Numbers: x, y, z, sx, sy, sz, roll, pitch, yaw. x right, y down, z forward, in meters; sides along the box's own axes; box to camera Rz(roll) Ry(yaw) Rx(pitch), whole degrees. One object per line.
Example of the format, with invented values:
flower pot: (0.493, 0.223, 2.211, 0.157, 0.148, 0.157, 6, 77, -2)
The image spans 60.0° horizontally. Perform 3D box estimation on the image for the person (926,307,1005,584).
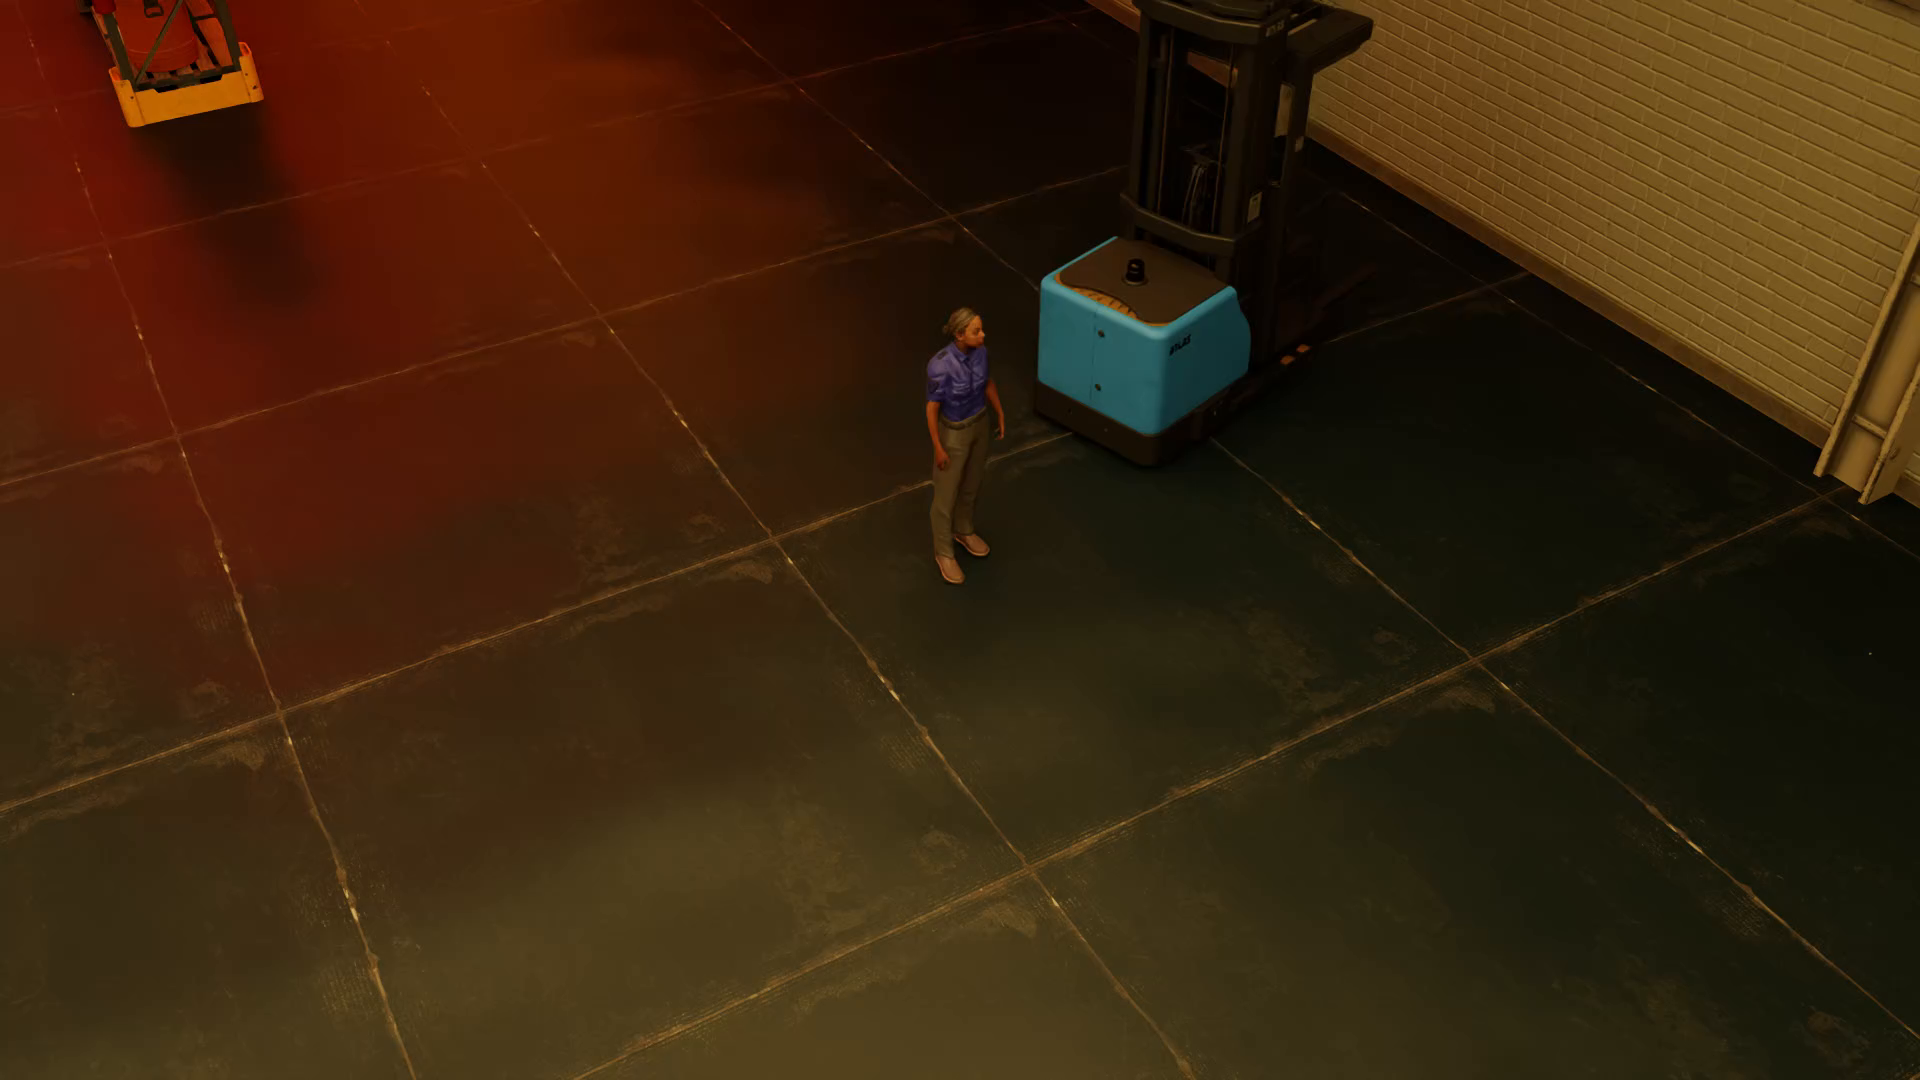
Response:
person: (0.037, -0.591, 9.749, 0.412, 1.658, 0.630, 30, 48, 31)

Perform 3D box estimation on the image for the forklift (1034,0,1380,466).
forklift: (1.877, -2.460, 11.002, 1.130, 2.935, 3.031, 31, 49, 32)
